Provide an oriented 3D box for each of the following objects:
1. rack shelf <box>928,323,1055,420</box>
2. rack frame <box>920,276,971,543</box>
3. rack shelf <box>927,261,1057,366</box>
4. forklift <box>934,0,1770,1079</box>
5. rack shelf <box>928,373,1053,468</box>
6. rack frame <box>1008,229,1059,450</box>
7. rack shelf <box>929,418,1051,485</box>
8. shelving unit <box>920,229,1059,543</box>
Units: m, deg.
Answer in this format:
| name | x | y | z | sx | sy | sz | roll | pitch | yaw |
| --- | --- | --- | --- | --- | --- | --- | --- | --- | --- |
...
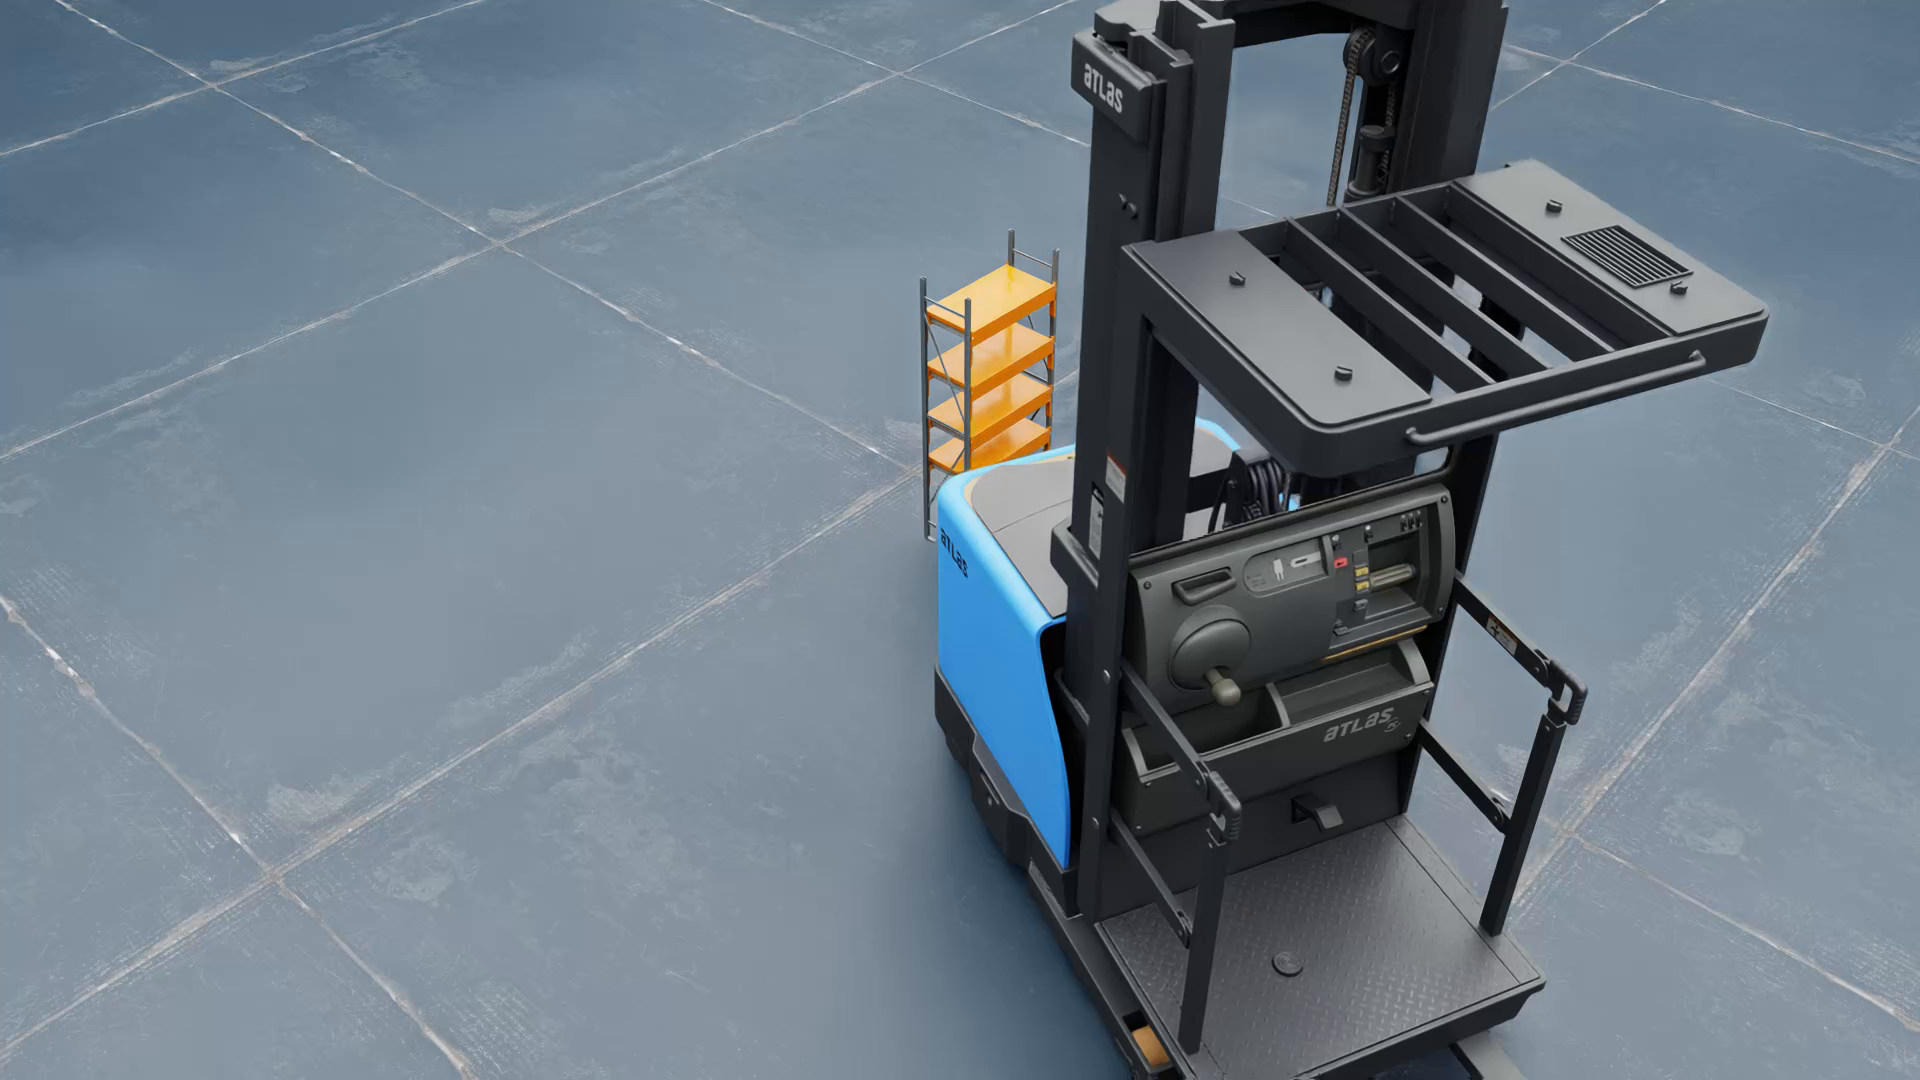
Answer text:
| name | x | y | z | sx | sy | sz | roll | pitch | yaw |
| --- | --- | --- | --- | --- | --- | --- | --- | --- | --- |
| rack shelf | 0.112 | -0.668 | 6.375 | 0.258 | 0.148 | 0.480 | 30 | 47 | 32 |
| rack frame | -0.053 | -0.434 | 6.331 | 0.240 | 1.200 | 0.015 | 30 | 47 | 32 |
| rack shelf | 0.112 | -0.853 | 6.228 | 0.258 | 0.148 | 0.480 | 30 | 47 | 32 |
| forklift | 0.960 | 0.220 | 4.119 | 1.130 | 2.935 | 3.031 | -15 | 41 | -18 |
| rack shelf | 0.112 | -0.493 | 6.514 | 0.258 | 0.148 | 0.480 | 30 | 47 | 32 |
| rack frame | 0.276 | -0.658 | 6.613 | 0.240 | 1.200 | 0.015 | 30 | 47 | 32 |
| rack shelf | 0.112 | -0.338 | 6.638 | 0.258 | 0.148 | 0.480 | 30 | 47 | 32 |
| shelving unit | 0.112 | -0.546 | 6.472 | 0.258 | 1.200 | 0.503 | 30 | 47 | 32 |
